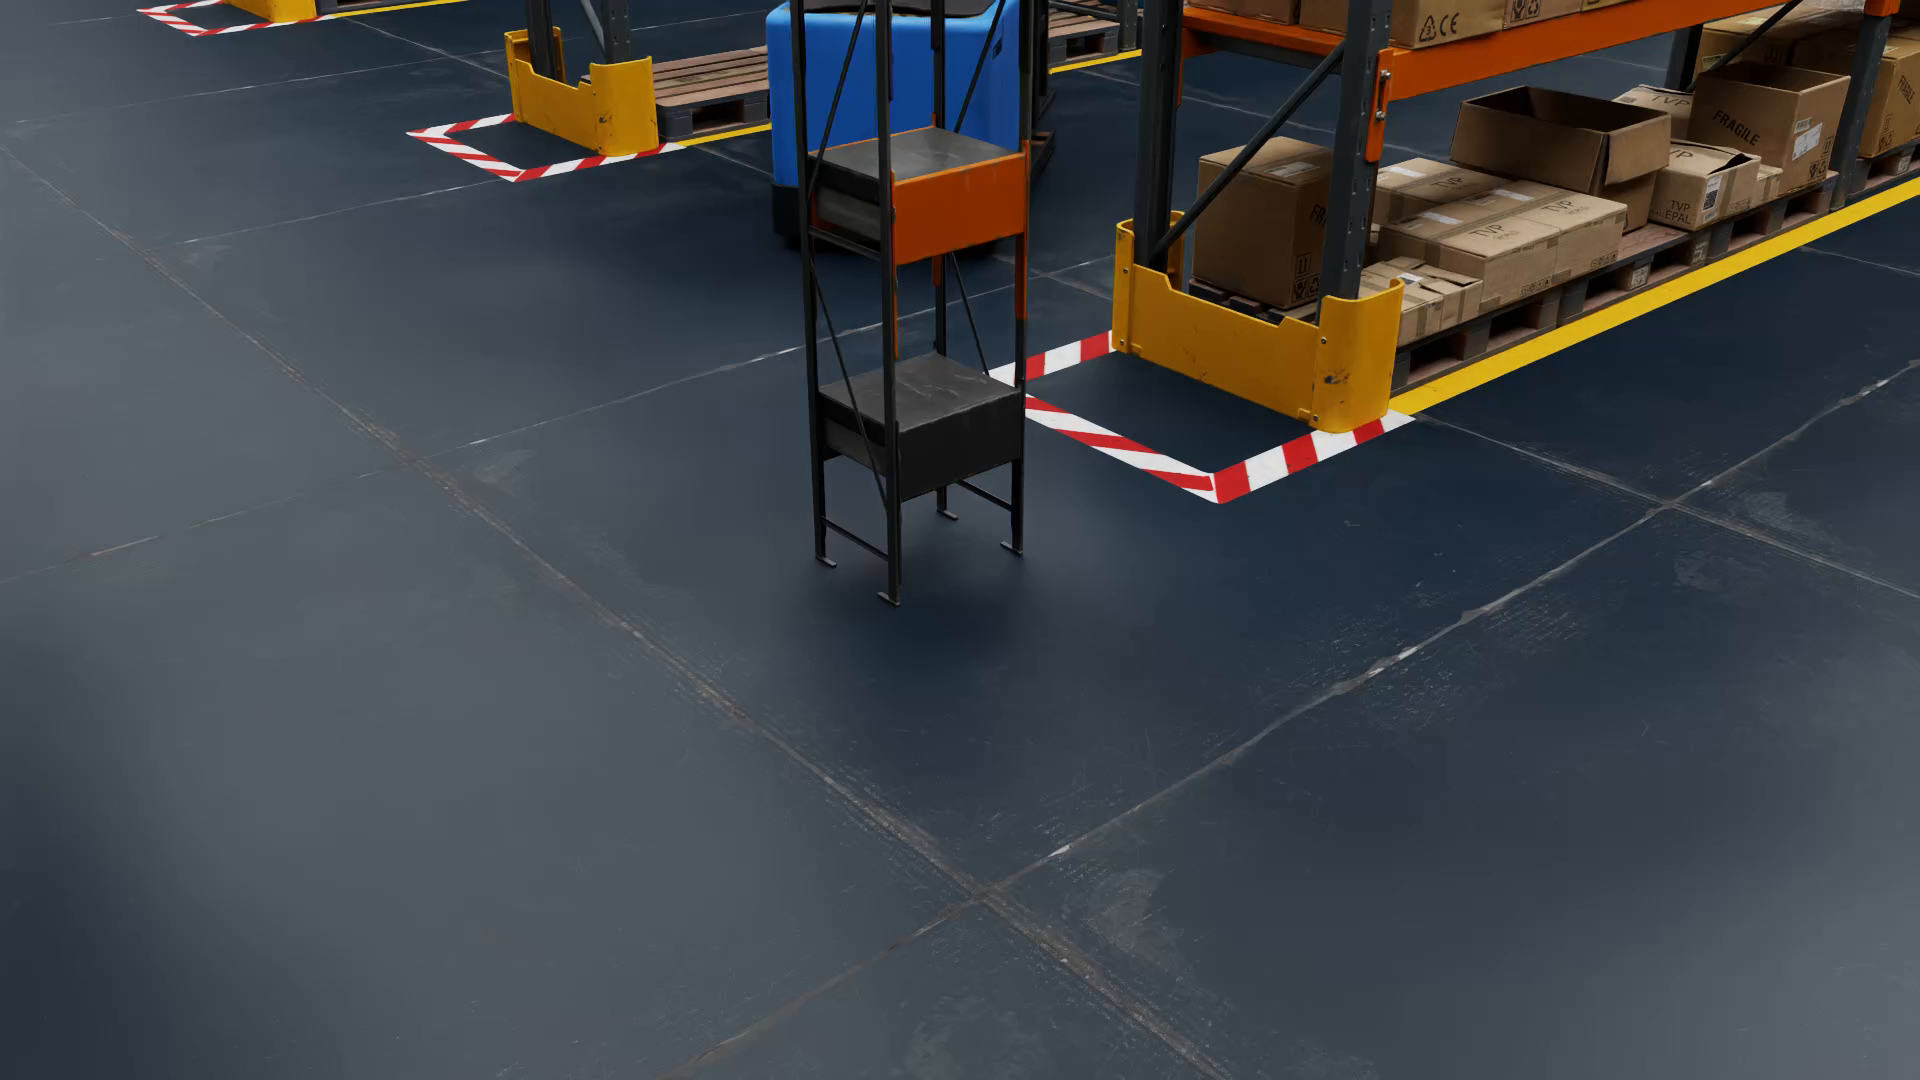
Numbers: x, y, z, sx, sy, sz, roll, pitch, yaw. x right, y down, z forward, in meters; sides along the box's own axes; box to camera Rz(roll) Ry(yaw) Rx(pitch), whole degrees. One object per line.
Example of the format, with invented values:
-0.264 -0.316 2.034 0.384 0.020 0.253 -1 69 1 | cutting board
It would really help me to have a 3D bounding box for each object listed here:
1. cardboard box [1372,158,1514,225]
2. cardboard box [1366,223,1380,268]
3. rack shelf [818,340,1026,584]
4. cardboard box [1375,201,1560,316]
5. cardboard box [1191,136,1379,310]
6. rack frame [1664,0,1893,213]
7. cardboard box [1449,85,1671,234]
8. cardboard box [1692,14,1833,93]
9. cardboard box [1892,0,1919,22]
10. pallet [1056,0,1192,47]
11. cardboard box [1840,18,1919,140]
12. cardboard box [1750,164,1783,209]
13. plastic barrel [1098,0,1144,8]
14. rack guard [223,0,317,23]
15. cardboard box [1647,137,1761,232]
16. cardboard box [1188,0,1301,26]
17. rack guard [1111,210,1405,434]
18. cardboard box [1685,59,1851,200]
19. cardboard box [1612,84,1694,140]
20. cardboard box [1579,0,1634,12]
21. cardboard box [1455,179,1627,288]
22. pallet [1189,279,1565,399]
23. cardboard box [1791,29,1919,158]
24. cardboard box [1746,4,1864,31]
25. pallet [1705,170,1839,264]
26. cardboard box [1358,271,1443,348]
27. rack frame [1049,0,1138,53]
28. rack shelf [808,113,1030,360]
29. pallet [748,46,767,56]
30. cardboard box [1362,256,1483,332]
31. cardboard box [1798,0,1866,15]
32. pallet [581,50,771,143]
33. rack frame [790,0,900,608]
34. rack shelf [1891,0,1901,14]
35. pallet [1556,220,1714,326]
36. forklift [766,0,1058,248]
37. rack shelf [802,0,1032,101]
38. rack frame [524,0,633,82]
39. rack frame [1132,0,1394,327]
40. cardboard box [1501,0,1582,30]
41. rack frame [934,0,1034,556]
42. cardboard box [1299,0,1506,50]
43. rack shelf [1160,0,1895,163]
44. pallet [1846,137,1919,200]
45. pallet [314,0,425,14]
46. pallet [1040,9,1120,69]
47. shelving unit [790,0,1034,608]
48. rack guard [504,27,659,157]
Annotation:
2.033 -1.446 7.224 0.500 0.250 0.500 -22 35 -35 | cardboard box
1.657 -1.221 6.891 0.250 0.166 0.380 -22 35 -35 | cardboard box
-0.126 -0.246 4.997 0.480 0.518 0.431 -22 35 -35 | rack shelf
2.015 -1.129 6.631 0.500 0.250 0.500 -22 35 -35 | cardboard box
1.291 -1.276 6.641 0.500 0.500 0.500 -22 35 -35 | cardboard box
4.080 -3.154 7.969 0.127 3.000 1.000 -22 35 -35 | rack frame
2.654 -1.670 7.375 0.637 0.503 0.797 -22 35 -35 | cardboard box
4.269 -2.499 8.929 0.500 0.500 0.500 -22 35 -35 | cardboard box
5.367 -2.943 8.963 0.500 0.250 0.500 -22 35 -35 | cardboard box
1.482 -3.922 12.365 1.213 0.211 1.003 -22 35 -35 | pallet
5.005 -2.473 8.880 0.500 0.500 0.500 -21 35 -34 | cardboard box
3.584 -1.678 7.766 0.250 0.149 0.380 -22 35 -35 | cardboard box
1.293 -4.351 11.990 0.708 0.901 0.600 -22 35 -35 | plastic barrel
-5.408 -4.373 12.903 0.348 0.500 1.175 -22 35 -35 | rack guard
3.260 -1.656 7.553 0.500 0.311 0.500 -22 35 -35 | cardboard box
1.201 -2.209 6.094 0.500 0.500 0.500 -21 34 -33 | cardboard box
1.095 -0.851 6.312 0.348 0.500 1.175 -22 35 -35 | rack guard
3.831 -1.969 7.938 0.500 0.500 0.500 -22 35 -35 | cardboard box
3.620 -2.111 8.404 0.500 0.311 0.500 -22 35 -35 | cardboard box
2.318 -2.328 6.317 0.500 0.500 0.500 -22 35 -35 | cardboard box
2.395 -1.282 6.917 0.500 0.250 0.500 -22 35 -35 | cardboard box
1.701 -0.968 6.837 1.213 0.211 1.003 -22 35 -35 | pallet
4.606 -2.306 8.568 0.500 0.500 0.500 -24 36 -37 | cardboard box
4.651 -2.647 9.206 0.500 0.500 0.500 -22 35 -35 | cardboard box
3.557 -1.714 8.234 1.213 0.211 1.003 -22 35 -35 | pallet
1.579 -0.872 6.256 0.250 0.149 0.380 -22 35 -35 | cardboard box
0.868 -4.931 11.294 0.127 3.000 1.000 -22 35 -35 | rack frame
-0.126 -0.863 4.667 0.480 0.518 0.431 -22 35 -35 | rack shelf
-0.595 -3.087 10.803 1.213 0.211 1.003 -22 35 -35 | pallet
1.769 -0.956 6.395 0.250 0.166 0.380 -22 35 -35 | cardboard box
5.033 -2.800 9.493 0.500 0.500 0.500 -21 35 -34 | cardboard box
-1.523 -2.716 10.108 1.213 0.211 1.003 -22 35 -35 | pallet
-0.312 -0.801 4.521 0.015 2.100 0.400 -22 35 -35 | rack frame
5.601 -3.448 9.283 4.000 0.370 1.077 -22 35 -35 | rack shelf
2.628 -1.339 7.532 1.213 0.211 1.003 -22 35 -35 | pallet
-0.086 -3.300 8.314 1.130 2.935 3.031 5 29 10 | forklift
-0.126 -1.481 4.337 0.480 0.518 0.431 -22 35 -35 | rack shelf
-2.175 -3.707 9.005 0.127 3.000 1.000 -22 35 -35 | rack frame
1.037 -1.930 5.679 0.127 3.000 1.000 -22 35 -35 | rack frame
1.935 -2.175 6.031 0.500 0.500 0.500 -22 35 -35 | cardboard box
0.060 -0.950 4.800 0.015 2.100 0.400 -22 35 -35 | rack frame
1.546 -2.015 5.733 0.500 0.500 0.500 -21 35 -34 | cardboard box
2.558 -2.225 6.993 4.000 0.370 1.077 -22 35 -35 | rack shelf
4.674 -2.186 9.117 1.213 0.211 1.003 -22 35 -35 | pallet
-4.832 -4.526 13.495 1.213 0.211 1.003 -22 35 -35 | pallet
0.334 -3.462 11.505 1.213 0.211 1.003 -22 35 -35 | pallet
-0.126 -0.875 4.660 0.503 2.100 0.431 -22 35 -35 | shelving unit
-2.185 -2.593 9.571 0.348 0.500 1.175 -22 35 -35 | rack guard
